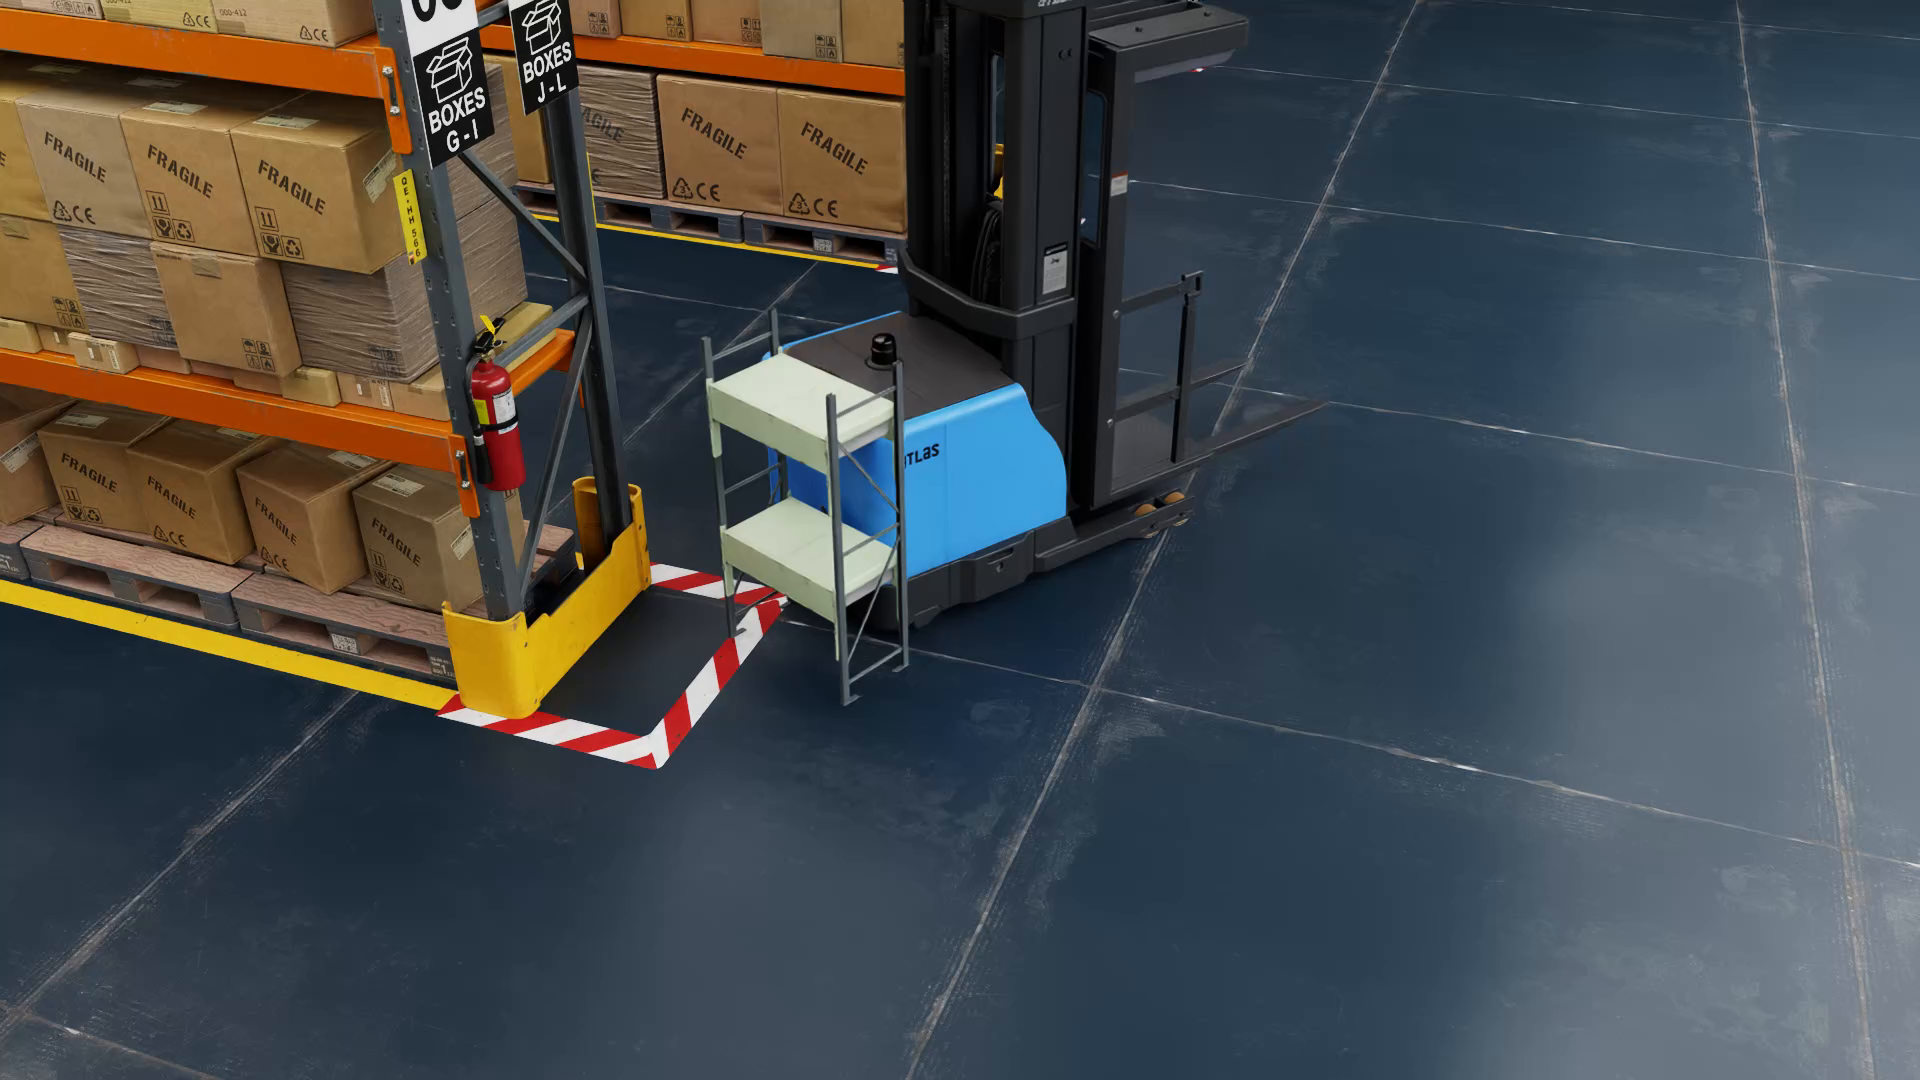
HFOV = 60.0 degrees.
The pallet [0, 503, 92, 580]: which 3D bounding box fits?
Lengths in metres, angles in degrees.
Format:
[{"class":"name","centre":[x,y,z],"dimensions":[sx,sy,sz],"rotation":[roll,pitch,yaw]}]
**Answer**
[{"class":"pallet","centre":[-4.863,-0.259,8.456],"dimensions":[1.213,0.211,1.003],"rotation":[11,34,16]}]

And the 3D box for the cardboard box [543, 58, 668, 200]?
[{"class":"cardboard box","centre":[-2.320,-3.019,11.732],"dimensions":[0.875,0.875,0.875],"rotation":[11,35,17]}]

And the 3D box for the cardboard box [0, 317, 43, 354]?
[{"class":"cardboard box","centre":[-3.989,-0.969,7.217],"dimensions":[0.250,0.149,0.380],"rotation":[11,34,16]}]

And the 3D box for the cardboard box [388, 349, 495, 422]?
[{"class":"cardboard box","centre":[-2.079,-0.644,6.714],"dimensions":[0.250,0.149,0.380],"rotation":[11,34,16]}]

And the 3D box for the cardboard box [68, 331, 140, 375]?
[{"class":"cardboard box","centre":[-3.527,-0.865,7.056],"dimensions":[0.250,0.149,0.380],"rotation":[11,34,16]}]

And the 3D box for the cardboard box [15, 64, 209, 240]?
[{"class":"cardboard box","centre":[-3.285,-1.546,6.591],"dimensions":[0.500,0.500,0.500],"rotation":[11,34,16]}]

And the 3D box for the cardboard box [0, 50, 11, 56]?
[{"class":"cardboard box","centre":[-4.227,-1.727,6.872],"dimensions":[0.500,0.500,0.500],"rotation":[11,34,16]}]

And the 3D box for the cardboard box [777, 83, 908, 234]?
[{"class":"cardboard box","centre":[-0.633,-2.691,11.225],"dimensions":[0.875,0.875,0.875],"rotation":[11,35,17]}]

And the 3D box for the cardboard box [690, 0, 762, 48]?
[{"class":"cardboard box","centre":[-1.347,-3.681,11.048],"dimensions":[0.550,0.550,0.875],"rotation":[11,34,16]}]

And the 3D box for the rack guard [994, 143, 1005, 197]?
[{"class":"rack guard","centre":[0.050,-2.263,11.293],"dimensions":[0.348,0.500,1.175],"rotation":[11,34,16]}]

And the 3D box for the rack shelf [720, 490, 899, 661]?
[{"class":"rack shelf","centre":[-0.641,0.143,7.246],"dimensions":[0.720,0.370,0.431],"rotation":[26,41,34]}]

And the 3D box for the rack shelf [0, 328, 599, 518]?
[{"class":"rack shelf","centre":[-3.624,-0.867,7.490],"dimensions":[4.000,0.370,1.077],"rotation":[11,34,16]}]

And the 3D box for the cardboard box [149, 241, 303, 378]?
[{"class":"cardboard box","centre":[-2.761,-1.115,6.845],"dimensions":[0.500,0.500,0.875],"rotation":[11,34,16]}]

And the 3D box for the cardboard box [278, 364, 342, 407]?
[{"class":"cardboard box","centre":[-2.567,-0.710,6.815],"dimensions":[0.250,0.149,0.380],"rotation":[11,34,16]}]

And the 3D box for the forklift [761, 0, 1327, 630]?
[{"class":"forklift","centre":[0.567,-1.452,7.797],"dimensions":[3.031,2.935,1.130],"rotation":[-21,39,-29]}]

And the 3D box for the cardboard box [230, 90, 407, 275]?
[{"class":"cardboard box","centre":[-2.342,-1.364,6.310],"dimensions":[0.500,0.500,0.500],"rotation":[11,34,16]}]

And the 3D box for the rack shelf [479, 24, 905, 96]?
[{"class":"rack shelf","centre":[-1.855,-3.381,11.384],"dimensions":[4.000,0.370,1.077],"rotation":[11,34,16]}]

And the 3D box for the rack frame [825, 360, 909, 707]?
[{"class":"rack frame","centre":[-0.370,0.003,6.862],"dimensions":[0.023,1.500,0.400],"rotation":[26,41,34]}]

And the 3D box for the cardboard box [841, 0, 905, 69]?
[{"class":"cardboard box","centre":[-0.337,-3.425,10.651],"dimensions":[0.550,0.550,0.875],"rotation":[11,34,16]}]

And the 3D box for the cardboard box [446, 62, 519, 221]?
[{"class":"cardboard box","centre":[-2.167,-1.630,6.721],"dimensions":[0.500,0.500,0.500],"rotation":[11,34,16]}]

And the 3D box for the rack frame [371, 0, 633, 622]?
[{"class":"rack frame","centre":[-1.741,-0.803,6.728],"dimensions":[0.127,3.000,1.000],"rotation":[11,34,16]}]

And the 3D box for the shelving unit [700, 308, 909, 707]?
[{"class":"shelving unit","centre":[-0.641,-0.131,7.069],"dimensions":[0.755,1.500,0.431],"rotation":[26,41,34]}]

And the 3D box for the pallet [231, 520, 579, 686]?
[{"class":"pallet","centre":[-2.566,0.188,7.764],"dimensions":[1.213,0.211,1.003],"rotation":[11,34,16]}]

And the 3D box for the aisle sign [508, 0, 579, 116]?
[{"class":"aisle sign","centre":[-1.582,-2.037,6.243],"dimensions":[0.004,0.787,0.394],"rotation":[11,34,16]}]

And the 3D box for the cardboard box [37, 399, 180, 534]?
[{"class":"cardboard box","centre":[-3.991,-0.393,8.011],"dimensions":[0.500,0.500,0.500],"rotation":[8,34,12]}]

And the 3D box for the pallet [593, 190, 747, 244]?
[{"class":"pallet","centre":[-1.896,-2.476,11.891],"dimensions":[1.213,0.211,1.003],"rotation":[11,34,16]}]

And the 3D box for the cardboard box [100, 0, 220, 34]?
[{"class":"cardboard box","centre":[-2.752,-2.049,6.030],"dimensions":[0.500,0.250,0.500],"rotation":[11,35,17]}]

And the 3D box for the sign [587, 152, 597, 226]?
[{"class":"sign","centre":[-1.558,-1.444,6.923],"dimensions":[0.005,0.325,0.100],"rotation":[11,34,16]}]

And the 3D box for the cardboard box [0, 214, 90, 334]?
[{"class":"cardboard box","centre":[-3.684,-1.326,7.172],"dimensions":[0.500,0.500,0.875],"rotation":[11,34,16]}]

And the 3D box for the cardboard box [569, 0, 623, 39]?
[{"class":"cardboard box","centre":[-2.393,-3.803,11.236],"dimensions":[0.550,0.550,0.875],"rotation":[11,34,16]}]

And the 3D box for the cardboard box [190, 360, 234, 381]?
[{"class":"cardboard box","centre":[-3.018,-0.830,7.002],"dimensions":[0.250,0.149,0.380],"rotation":[11,34,16]}]

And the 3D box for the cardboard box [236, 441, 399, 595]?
[{"class":"cardboard box","centre":[-2.898,-0.144,7.625],"dimensions":[0.500,0.500,0.500],"rotation":[21,38,29]}]
